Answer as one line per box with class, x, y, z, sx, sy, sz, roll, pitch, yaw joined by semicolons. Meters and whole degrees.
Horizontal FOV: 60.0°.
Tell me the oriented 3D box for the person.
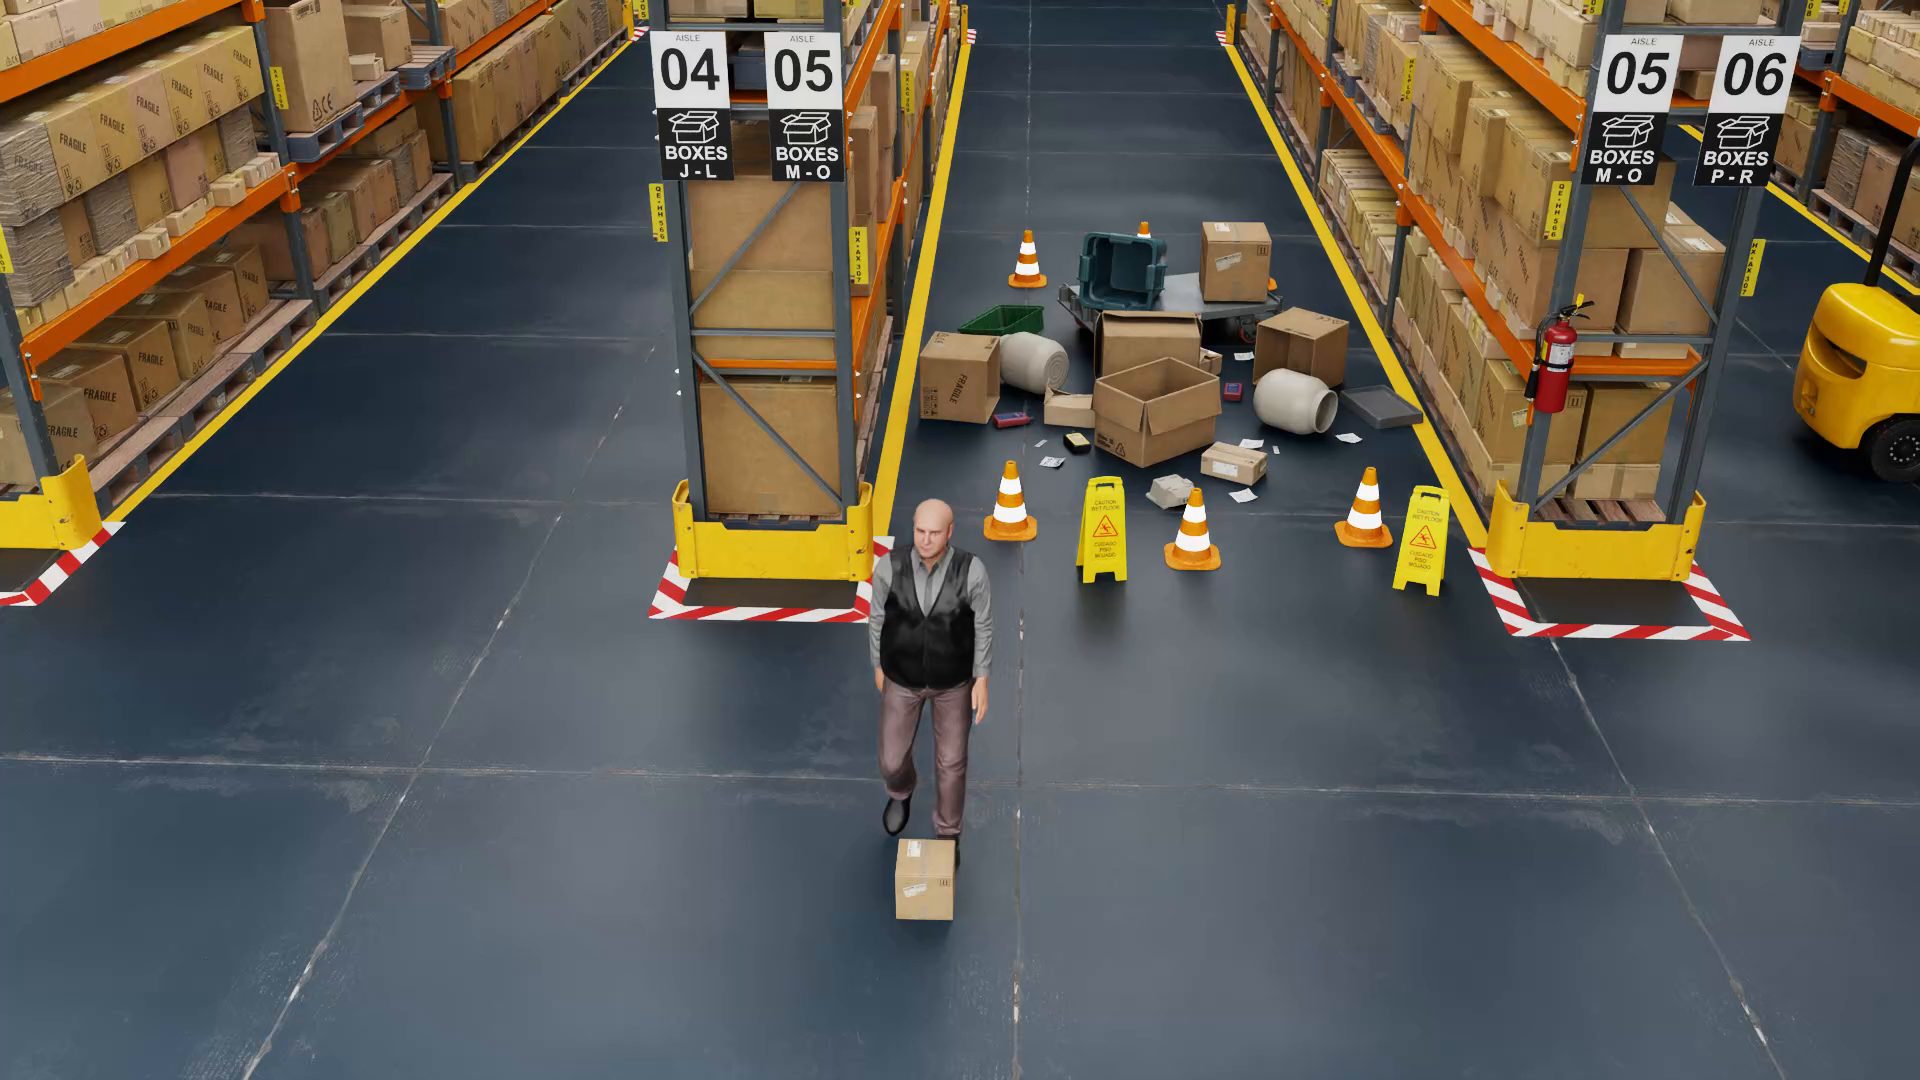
person;-0.133;0.648;7.393;0.558;1.719;0.540;1;28;2
